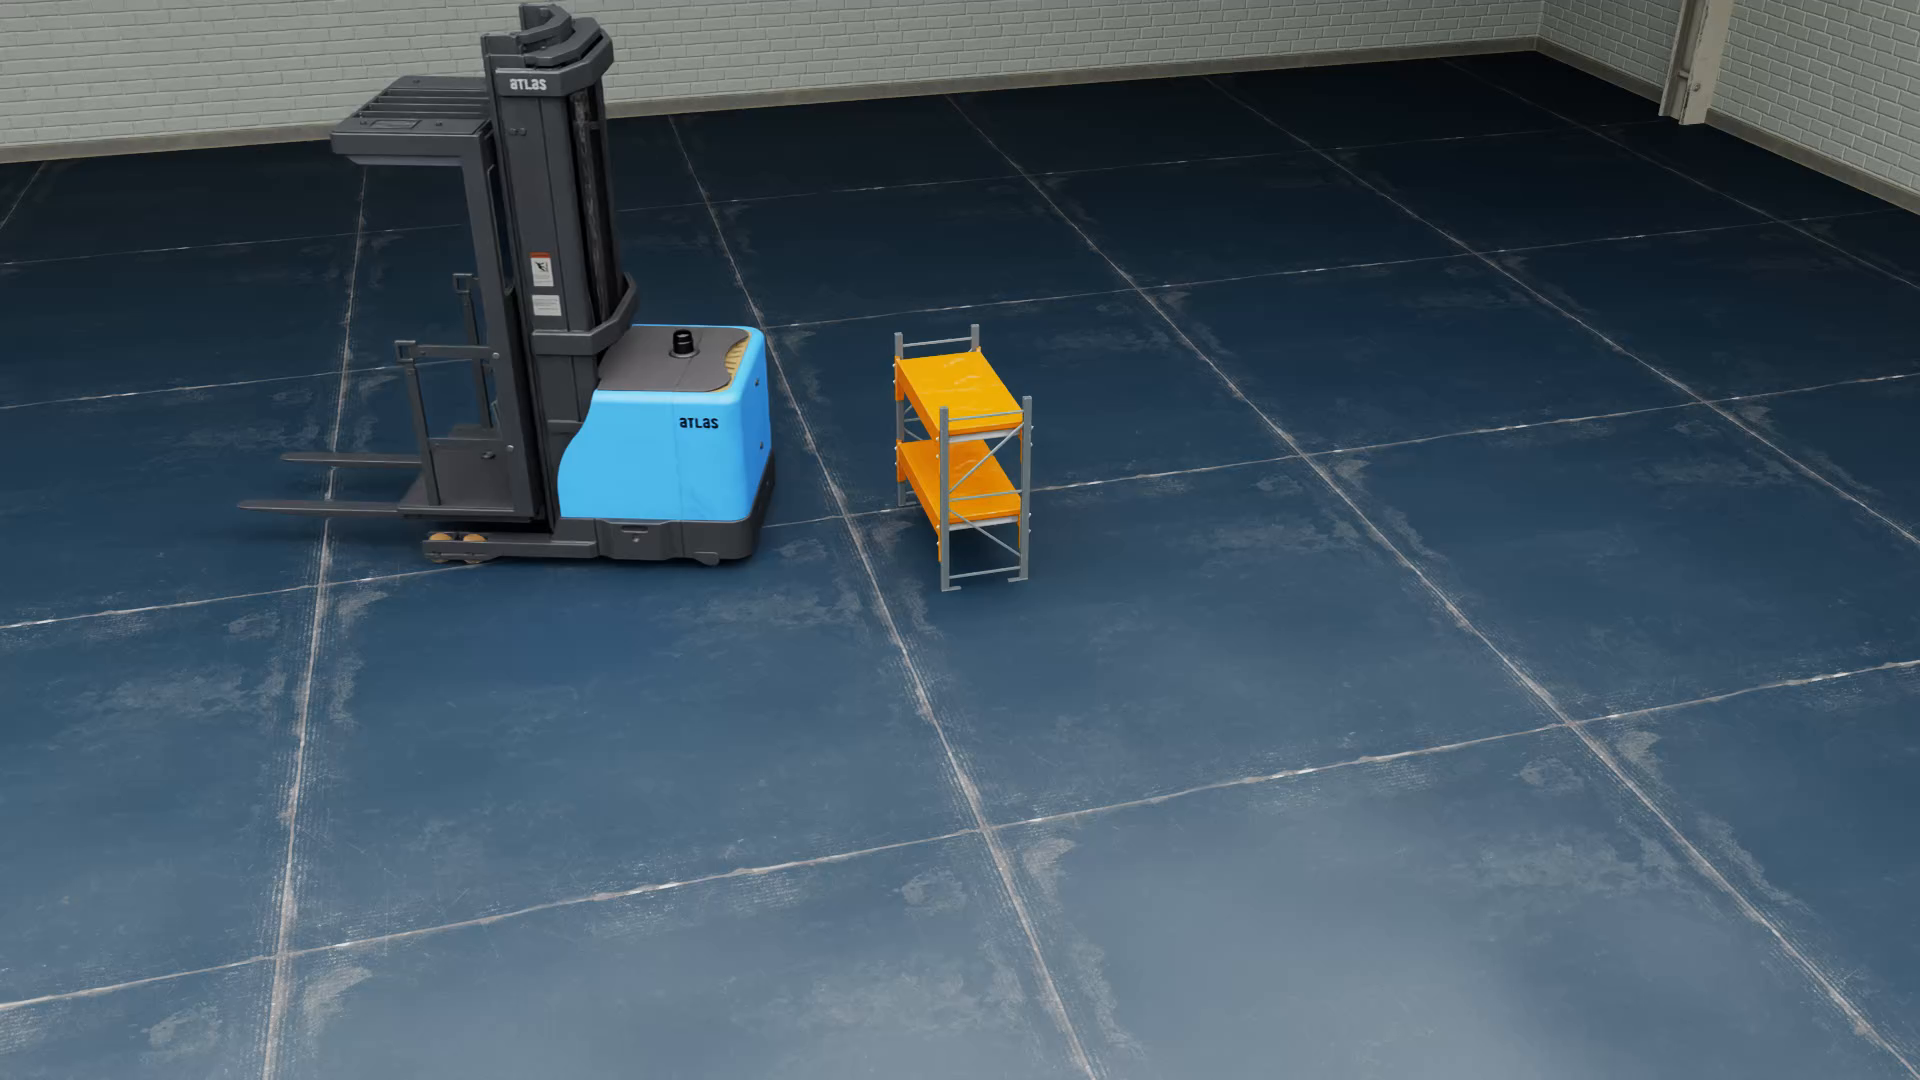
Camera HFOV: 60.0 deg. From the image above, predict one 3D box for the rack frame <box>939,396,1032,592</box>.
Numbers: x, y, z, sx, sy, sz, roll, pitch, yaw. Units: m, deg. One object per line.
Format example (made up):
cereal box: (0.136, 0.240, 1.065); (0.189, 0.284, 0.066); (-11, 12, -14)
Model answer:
rack frame: (0.137, -0.238, 9.038); (0.500, 1.125, 0.032); (-8, 31, -13)

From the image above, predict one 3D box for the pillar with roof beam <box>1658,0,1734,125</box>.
pillar with roof beam: (3.383, -7.718, 14.101); (9.100, 9.000, 0.400); (-8, 31, -13)

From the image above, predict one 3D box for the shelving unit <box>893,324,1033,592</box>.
shelving unit: (0.002, -0.484, 9.463); (0.538, 1.125, 1.048); (-8, 31, -13)

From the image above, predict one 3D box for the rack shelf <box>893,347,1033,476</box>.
rack shelf: (0.002, -0.737, 9.316); (0.538, 0.278, 1.000); (-8, 31, -13)

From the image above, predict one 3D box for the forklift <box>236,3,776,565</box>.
forklift: (-2.669, -1.396, 9.236); (3.031, 2.935, 1.130); (1, 30, 3)

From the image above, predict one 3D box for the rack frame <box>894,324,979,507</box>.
rack frame: (-0.133, -0.729, 9.887); (0.500, 1.125, 0.032); (-8, 31, -13)

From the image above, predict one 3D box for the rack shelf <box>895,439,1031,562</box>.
rack shelf: (0.002, -0.272, 9.585); (0.538, 0.278, 1.000); (-8, 31, -13)
